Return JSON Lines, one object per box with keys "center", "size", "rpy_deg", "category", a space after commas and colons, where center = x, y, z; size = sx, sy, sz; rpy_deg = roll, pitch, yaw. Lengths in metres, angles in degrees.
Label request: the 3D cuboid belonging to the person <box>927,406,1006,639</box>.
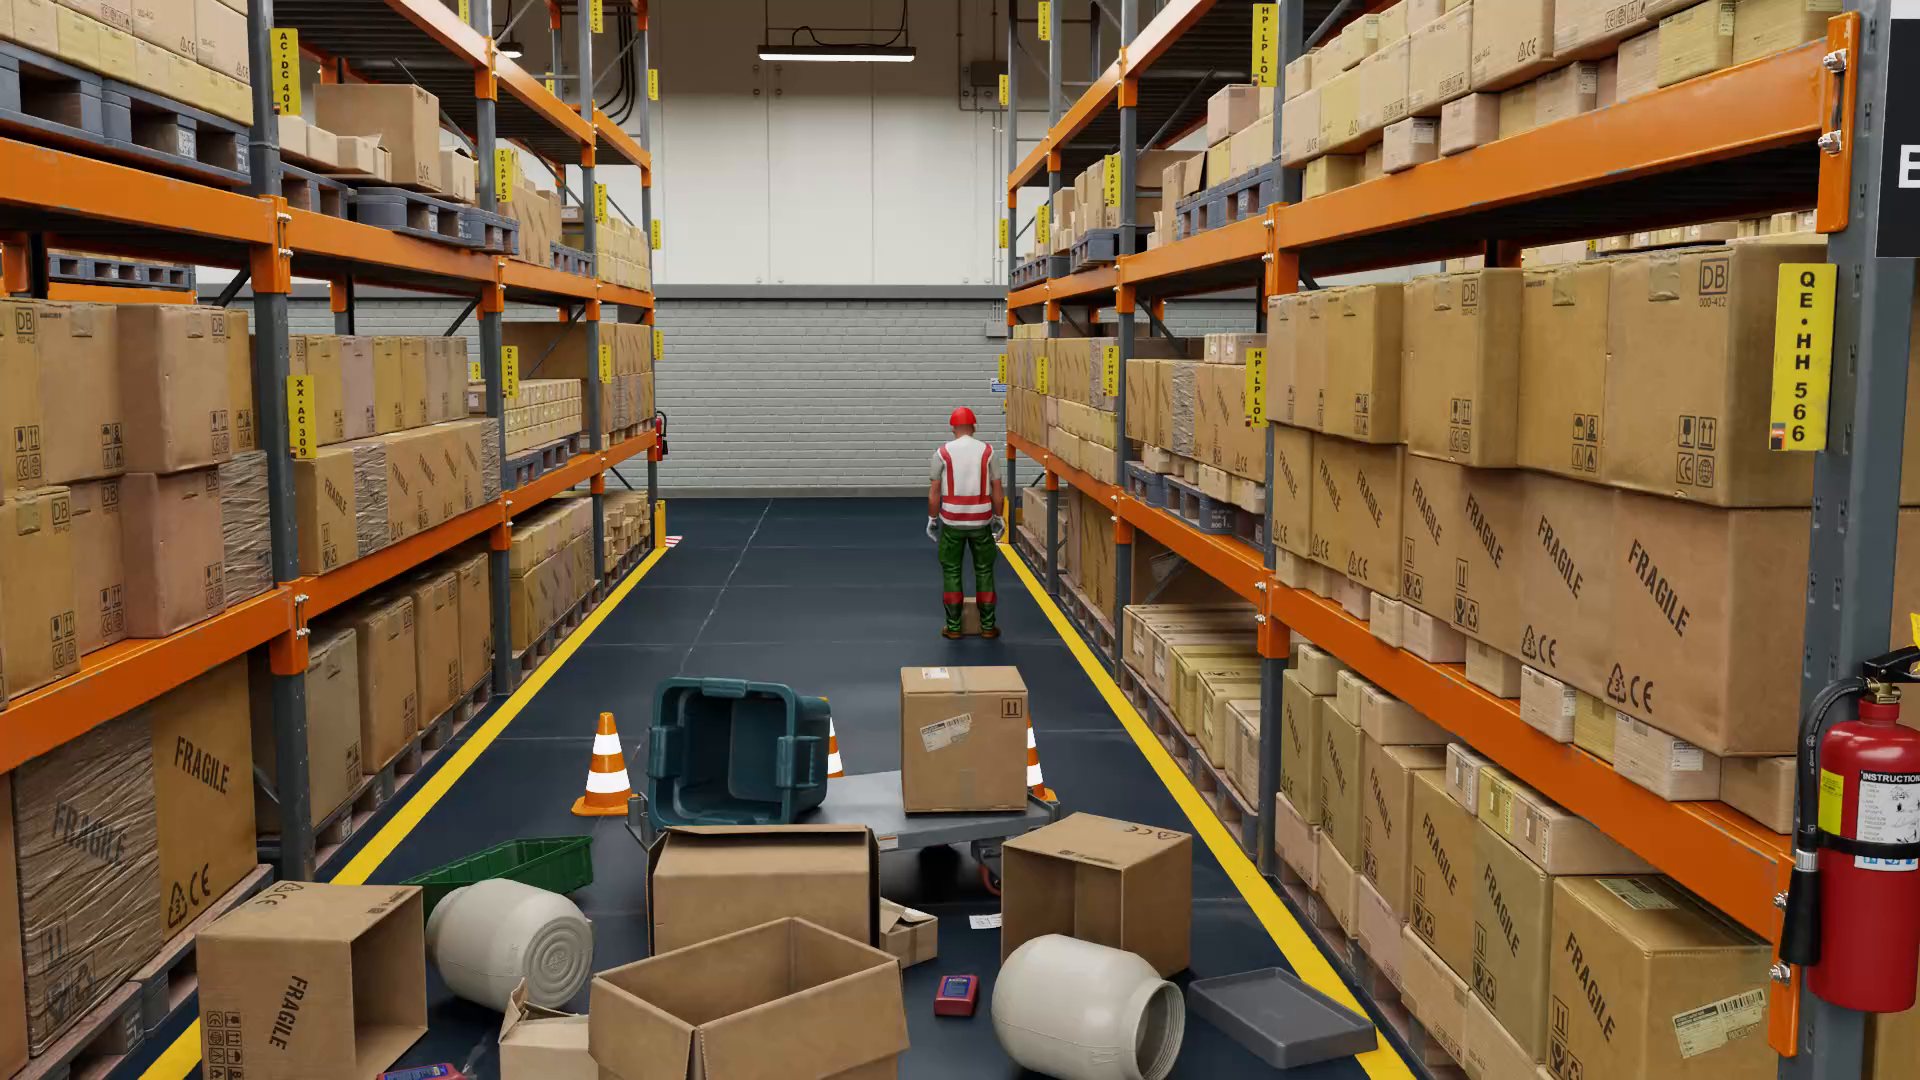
{"center": [0.050, -0.135, 12.813], "size": [0.609, 1.779, 0.454], "rpy_deg": [0, 7, -4], "category": "person"}
